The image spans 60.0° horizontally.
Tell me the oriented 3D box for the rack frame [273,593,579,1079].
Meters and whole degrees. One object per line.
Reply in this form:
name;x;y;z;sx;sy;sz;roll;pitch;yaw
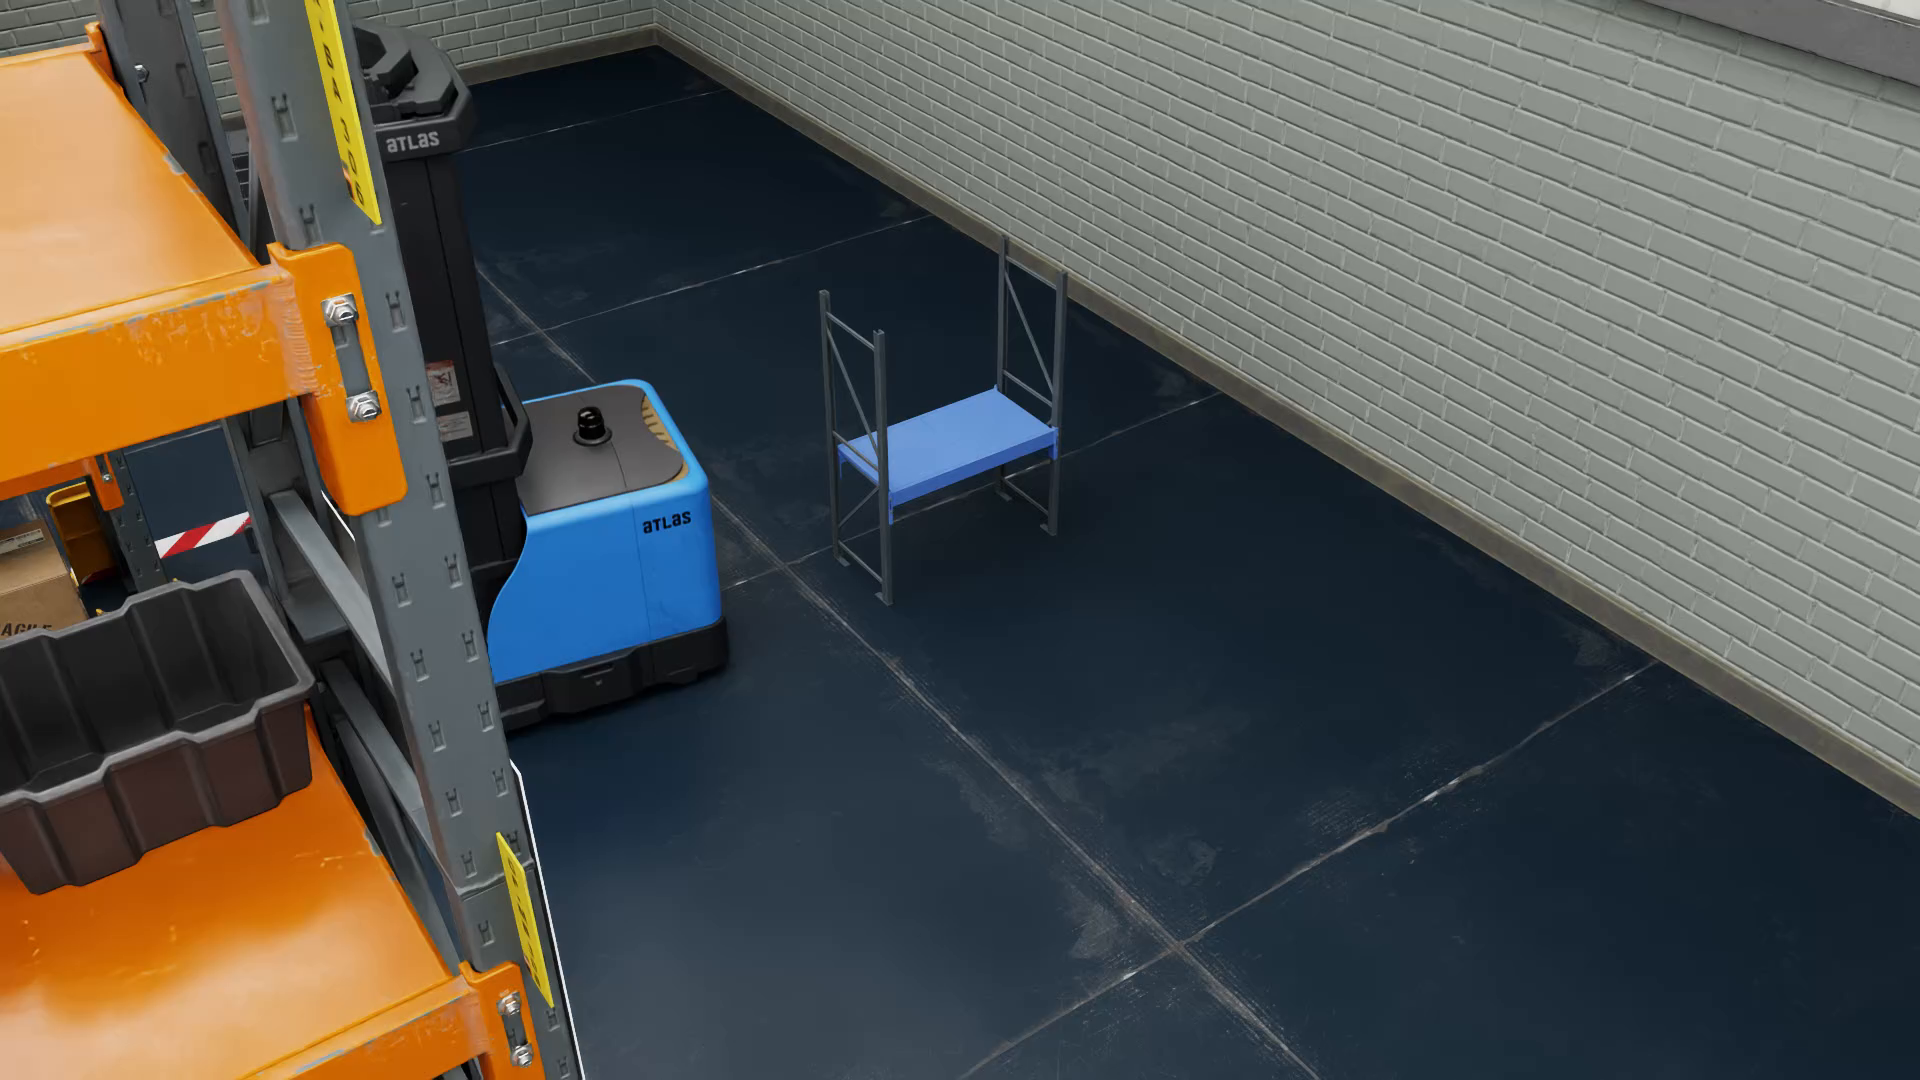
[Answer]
rack frame;-1.026;1.530;3.867;0.127;3.000;1.000;-22;41;-28

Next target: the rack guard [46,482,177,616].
rack guard;-3.939;0.205;7.850;0.348;0.500;1.175;-22;41;-28

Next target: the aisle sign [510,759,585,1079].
aisle sign;-0.799;0.590;2.947;0.004;0.787;0.394;-22;41;-28

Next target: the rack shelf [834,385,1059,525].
rack shelf;-0.070;-0.434;8.191;1.000;0.185;0.538;-22;41;-28

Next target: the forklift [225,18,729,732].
forklift;-2.629;-0.479;6.720;3.031;2.935;1.130;-15;38;-20

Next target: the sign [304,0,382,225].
sign;-0.696;-0.517;1.852;0.005;0.325;0.100;-22;41;-28

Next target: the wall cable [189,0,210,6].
wall cable;-6.232;-4.493;11.371;1.851;1.984;0.084;-22;41;-28

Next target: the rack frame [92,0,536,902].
rack frame;-1.026;-0.905;2.115;0.127;3.000;1.000;-22;41;-28

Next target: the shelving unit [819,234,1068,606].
shelving unit;-0.070;-0.580;8.086;1.048;1.500;0.538;-22;41;-28

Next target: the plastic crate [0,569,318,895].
plastic crate;-1.501;0.362;3.034;0.590;0.269;0.497;-22;41;-28

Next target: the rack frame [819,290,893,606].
rack frame;-0.485;-0.409;7.848;0.032;1.500;0.500;-22;41;-28

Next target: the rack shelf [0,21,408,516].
rack shelf;-2.661;0.222;1.507;4.000;0.370;1.077;-22;41;-28

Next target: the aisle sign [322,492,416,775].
aisle sign;-1.139;0.309;3.339;0.004;0.787;0.394;-22;41;-28

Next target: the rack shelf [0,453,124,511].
rack shelf;-5.511;0.130;6.430;4.000;0.370;1.077;-22;41;-28

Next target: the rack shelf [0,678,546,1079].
rack shelf;-2.661;1.277;2.266;4.000;0.370;1.077;-22;41;-28

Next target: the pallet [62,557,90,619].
pallet;-4.590;0.591;7.561;1.213;0.211;1.003;-22;41;-28

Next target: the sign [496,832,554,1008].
sign;-0.696;0.612;2.664;0.005;0.325;0.100;-22;41;-28

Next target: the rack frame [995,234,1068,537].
rack frame;0.346;-0.751;8.323;0.032;1.500;0.500;-22;41;-28

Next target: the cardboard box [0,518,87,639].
cardboard box;-4.179;0.301;7.339;0.500;0.500;0.500;-22;41;-28

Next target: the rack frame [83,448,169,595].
rack frame;-3.877;-0.835;7.156;0.127;3.000;1.000;-22;41;-28
